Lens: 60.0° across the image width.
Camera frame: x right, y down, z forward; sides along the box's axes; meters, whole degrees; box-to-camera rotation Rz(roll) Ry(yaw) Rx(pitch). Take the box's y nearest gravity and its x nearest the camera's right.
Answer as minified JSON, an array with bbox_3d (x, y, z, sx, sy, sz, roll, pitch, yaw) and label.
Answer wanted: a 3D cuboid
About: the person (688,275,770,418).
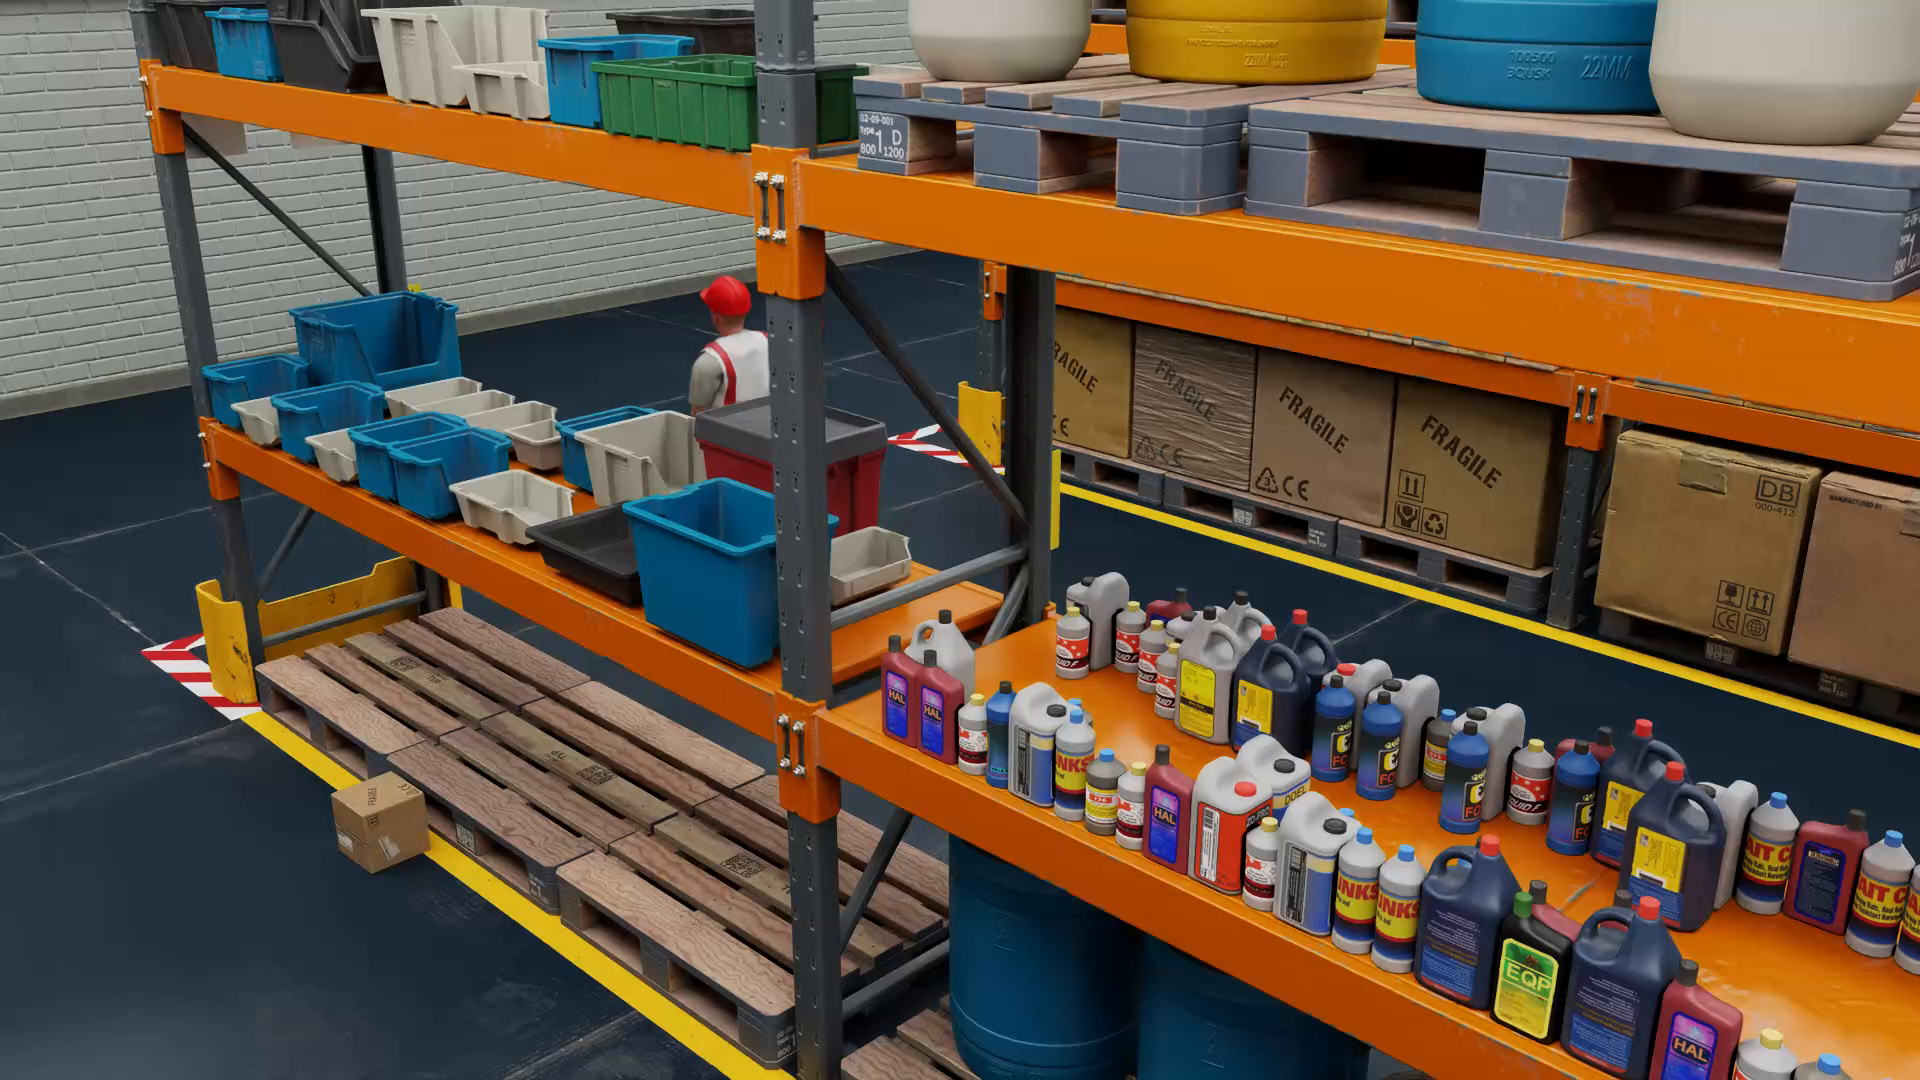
[{"bbox_3d":[-1.083,-0.371,8.040,0.511,1.838,0.543,15,25,35],"label":"person"}]
